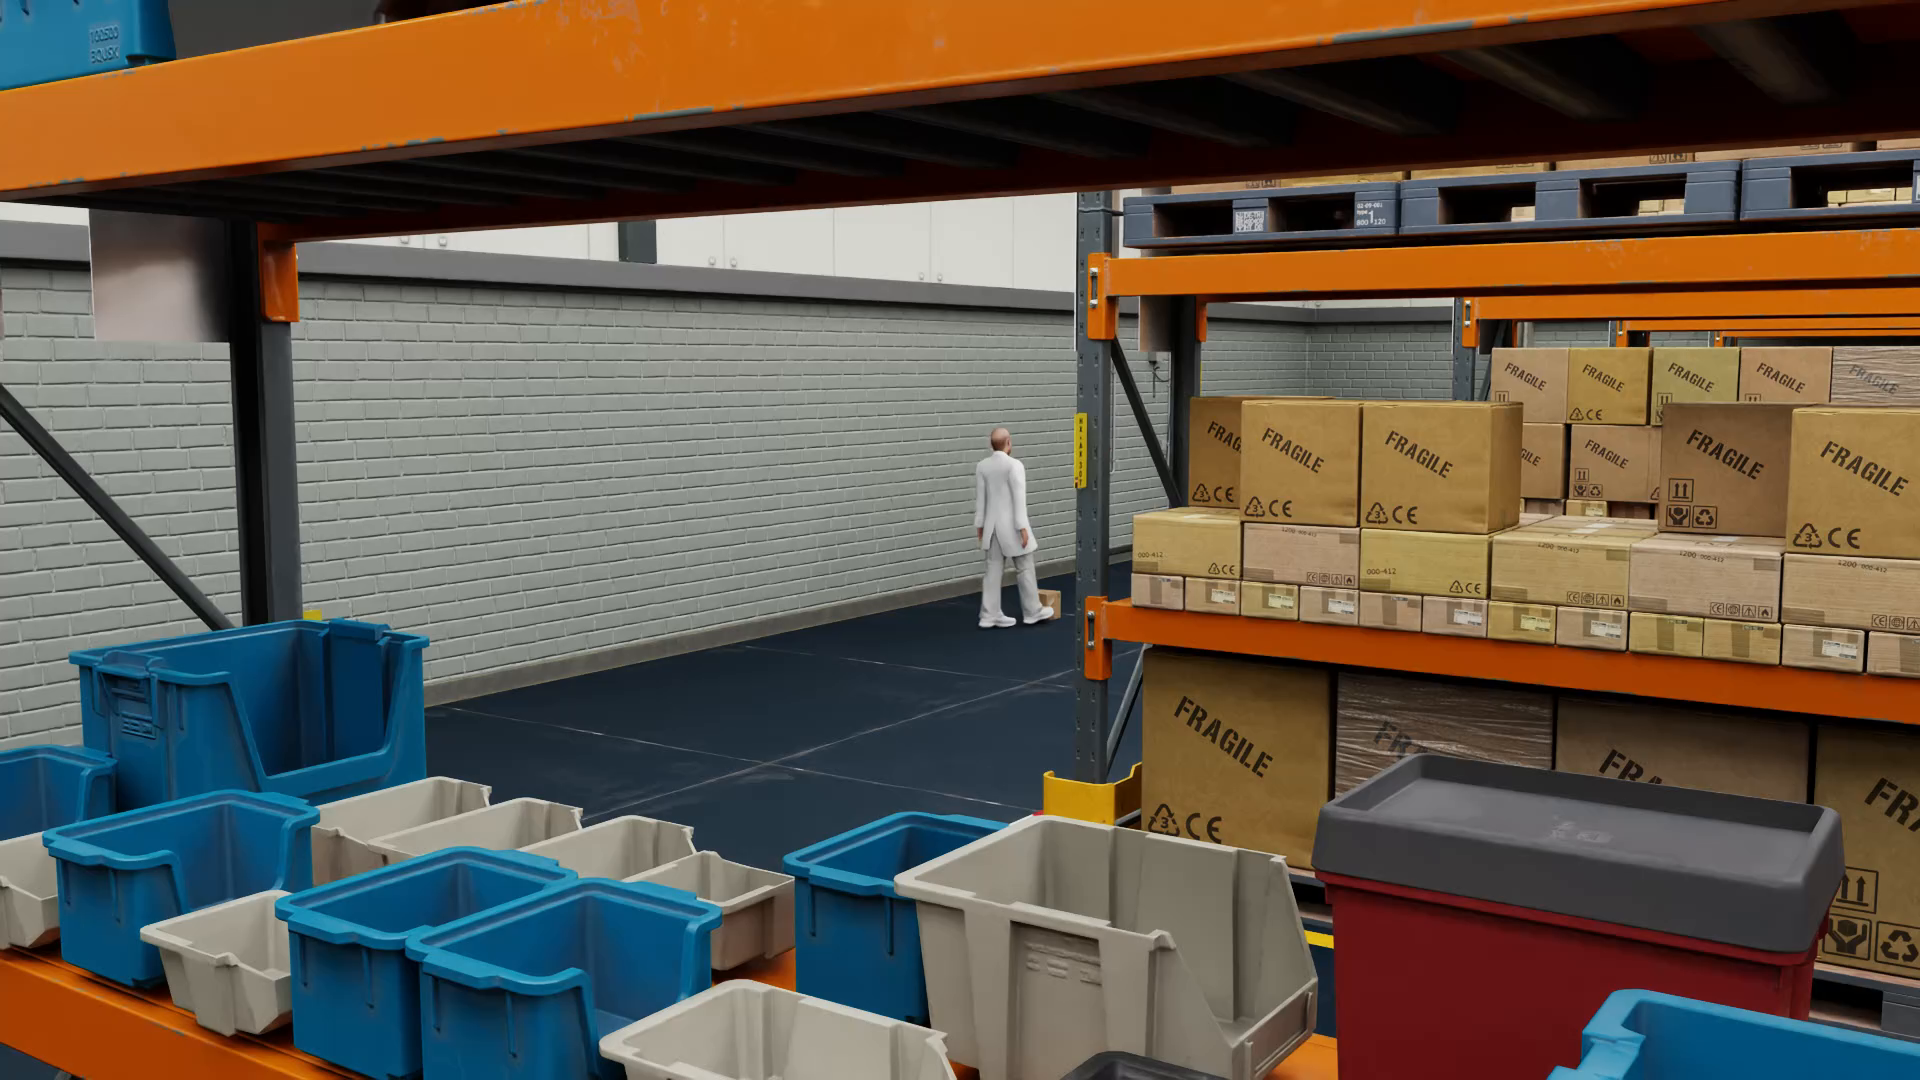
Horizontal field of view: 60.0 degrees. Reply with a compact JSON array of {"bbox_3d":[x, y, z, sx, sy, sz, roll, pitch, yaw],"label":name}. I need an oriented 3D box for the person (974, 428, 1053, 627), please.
[{"bbox_3d":[0.479,-0.121,14.856,0.630,1.760,0.818,5,8,41],"label":"person"}]
